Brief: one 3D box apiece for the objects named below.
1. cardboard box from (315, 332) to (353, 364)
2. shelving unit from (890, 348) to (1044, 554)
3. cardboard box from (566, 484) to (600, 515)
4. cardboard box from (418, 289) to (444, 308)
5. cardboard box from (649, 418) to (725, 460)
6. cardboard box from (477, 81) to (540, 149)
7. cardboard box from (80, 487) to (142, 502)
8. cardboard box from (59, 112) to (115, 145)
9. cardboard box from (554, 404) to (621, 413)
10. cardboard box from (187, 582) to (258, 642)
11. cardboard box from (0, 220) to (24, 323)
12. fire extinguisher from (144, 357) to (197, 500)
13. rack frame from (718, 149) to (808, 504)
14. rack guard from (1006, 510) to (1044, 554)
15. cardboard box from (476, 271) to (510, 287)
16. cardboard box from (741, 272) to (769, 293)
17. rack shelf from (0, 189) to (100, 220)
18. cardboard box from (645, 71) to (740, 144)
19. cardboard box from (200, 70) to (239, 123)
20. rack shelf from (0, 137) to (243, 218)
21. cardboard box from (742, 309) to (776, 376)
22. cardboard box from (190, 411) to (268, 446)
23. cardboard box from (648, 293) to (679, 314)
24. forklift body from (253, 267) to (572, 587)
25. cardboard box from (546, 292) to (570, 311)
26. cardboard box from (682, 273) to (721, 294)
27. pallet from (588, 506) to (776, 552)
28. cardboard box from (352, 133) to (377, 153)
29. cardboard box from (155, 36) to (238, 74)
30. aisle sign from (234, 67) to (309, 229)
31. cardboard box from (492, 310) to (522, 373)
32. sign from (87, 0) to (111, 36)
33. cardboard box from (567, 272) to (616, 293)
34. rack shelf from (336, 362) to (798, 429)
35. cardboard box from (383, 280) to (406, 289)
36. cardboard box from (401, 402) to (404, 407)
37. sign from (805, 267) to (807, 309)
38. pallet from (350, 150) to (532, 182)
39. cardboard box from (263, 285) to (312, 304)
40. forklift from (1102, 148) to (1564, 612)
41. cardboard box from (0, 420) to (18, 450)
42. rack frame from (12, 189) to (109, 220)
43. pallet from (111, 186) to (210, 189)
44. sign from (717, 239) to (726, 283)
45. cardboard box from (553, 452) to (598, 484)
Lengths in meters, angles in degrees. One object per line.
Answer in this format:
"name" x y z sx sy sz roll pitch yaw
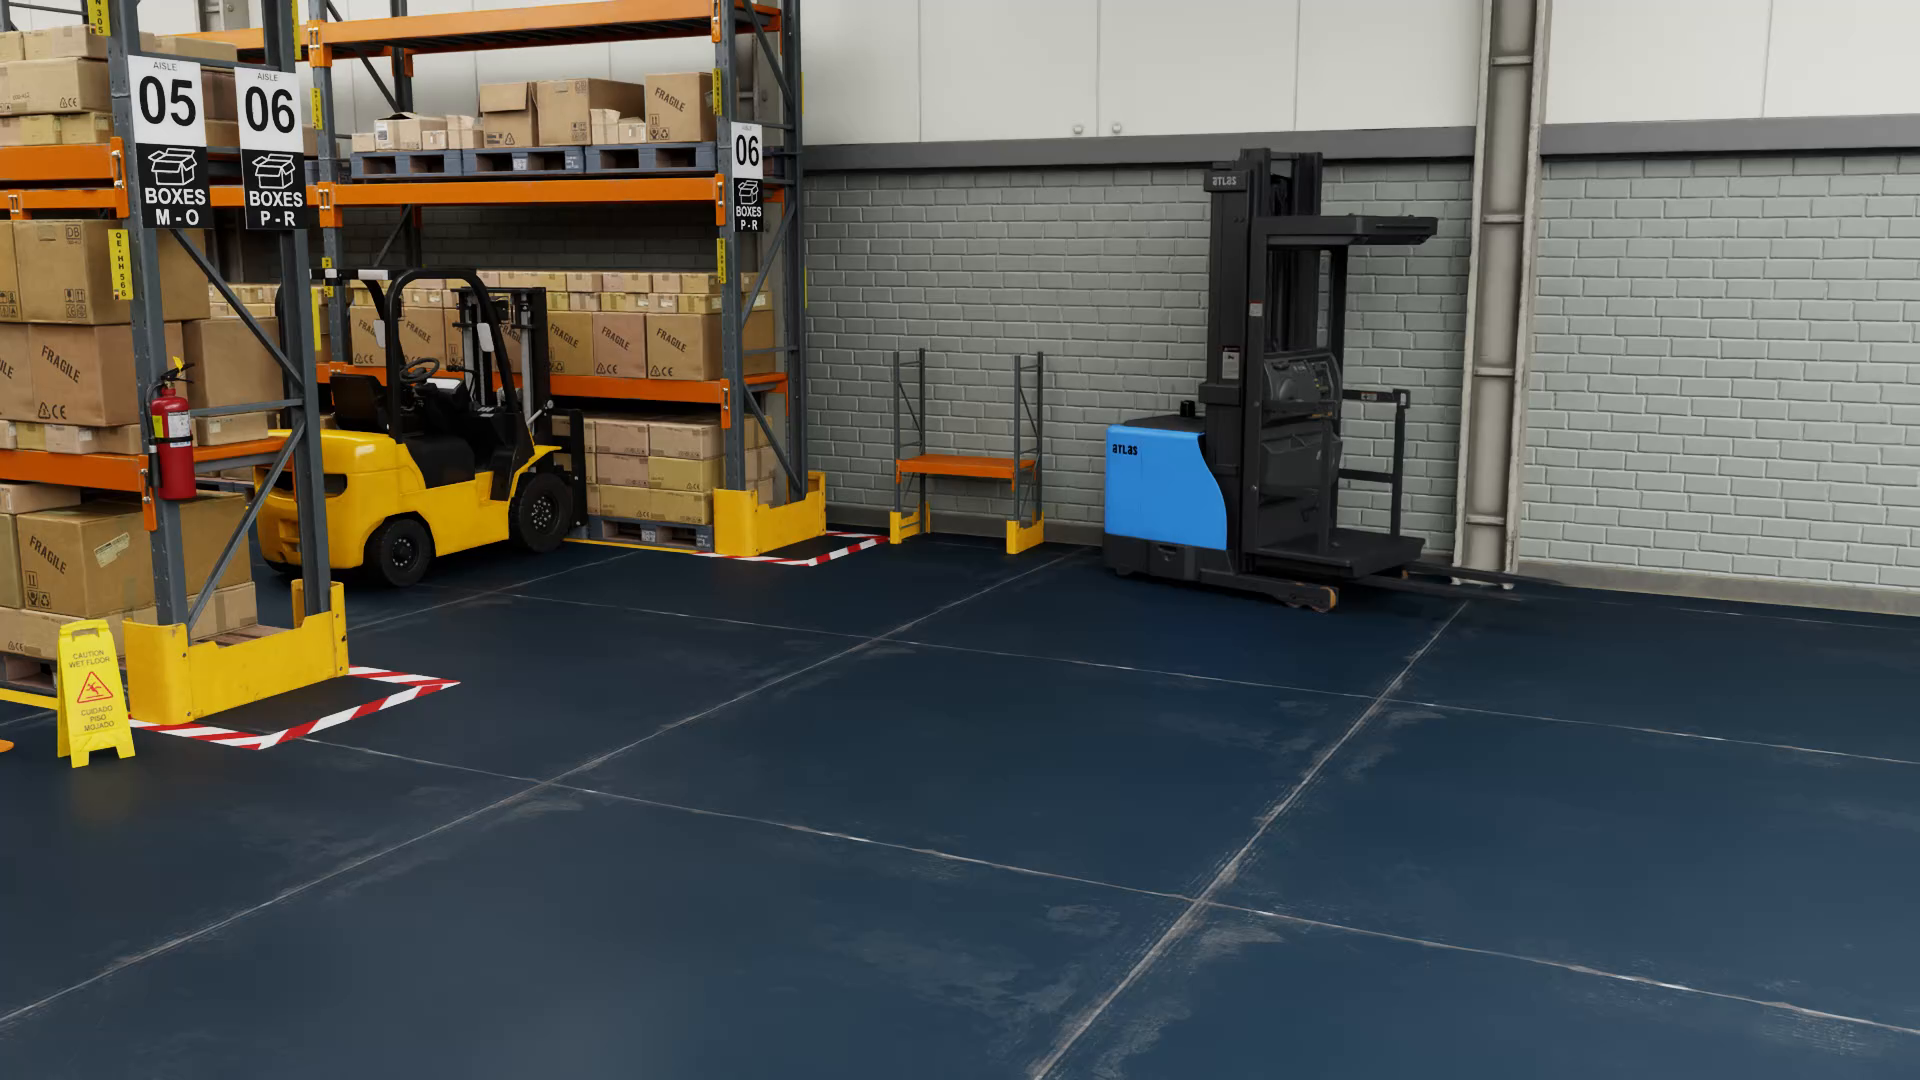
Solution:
"cardboard box" -5.655 -1.692 14.578 0.500 0.250 0.500 5 12 27
"shelving unit" 0.055 -0.719 12.991 1.083 1.500 0.587 5 11 24
"cardboard box" -2.948 -0.375 13.419 0.500 0.250 0.500 5 11 26
"cardboard box" -4.250 -2.002 13.766 0.250 0.149 0.380 5 12 27
"cardboard box" -2.051 -0.785 12.879 0.500 0.250 0.500 5 12 28
"cardboard box" -3.387 -3.380 13.313 0.637 0.503 0.797 5 12 28
"cardboard box" -4.786 -0.032 9.423 0.500 0.500 0.500 5 11 24
"cardboard box" -4.137 -1.996 8.117 0.250 0.149 0.380 5 11 26
"cardboard box" -3.197 -0.988 14.000 0.500 0.250 0.500 5 11 25
"cardboard box" -4.294 0.379 9.256 0.500 0.250 0.500 5 11 25
"cardboard box" -4.698 -1.394 8.585 0.500 0.500 0.700 5 11 26
"fire extinguisher" -3.794 -0.539 8.003 0.183 0.674 0.296 5 11 26
"rack frame" -1.500 -1.453 12.835 0.127 3.000 1.000 5 11 26
"rack guard" 0.507 -0.067 12.897 0.087 0.250 0.587 5 11 24
"cardboard box" -3.742 -2.121 13.592 0.250 0.149 0.380 5 11 26
"cardboard box" -1.707 -2.028 13.076 0.250 0.149 0.380 5 11 25
"rack shelf" -10.468 -3.363 16.986 4.000 0.370 1.077 5 11 26
"cardboard box" -2.005 -3.230 12.490 0.500 0.500 0.500 5 12 28
"cardboard box" -4.026 -2.291 8.627 0.500 0.250 0.500 5 11 25
"rack shelf" -5.487 -1.939 9.121 4.000 0.370 1.077 5 11 26
"cardboard box" -1.822 -1.585 13.287 0.500 0.500 0.500 5 12 28
"cardboard box" -3.906 -0.596 8.806 0.250 0.149 0.380 5 11 26
"cardboard box" -2.177 -1.819 12.757 0.250 0.149 0.380 5 12 27
"forklift body" -4.008 -0.893 12.126 1.214 2.155 2.313 5 11 26
"cardboard box" -3.096 -1.901 13.209 0.250 0.149 0.380 5 11 26
"cardboard box" -1.915 -1.962 12.712 0.250 0.149 0.380 5 11 26
"pallet" -2.204 -0.134 13.379 1.213 0.211 1.003 5 11 26
"cardboard box" -4.819 -3.292 13.822 0.250 0.149 0.380 5 12 27
"cardboard box" -3.922 -2.465 8.472 0.250 0.149 0.380 5 11 25
"aisle sign" -3.500 -1.984 8.468 0.004 0.787 0.394 5 11 26
"cardboard box" -3.434 -1.619 13.475 0.500 0.500 0.500 5 11 26
"sign" -3.957 -2.484 7.626 0.005 0.325 0.100 5 11 26
"cardboard box" -2.869 -2.027 13.071 0.250 0.149 0.380 5 12 27
"rack shelf" -3.294 -1.256 13.770 4.000 0.370 1.077 5 11 26
"cardboard box" -4.650 -2.207 14.064 0.250 0.149 0.380 5 11 27
"cardboard box" -4.792 -1.025 14.207 0.500 0.250 0.500 5 11 25
"sign" -1.249 -2.006 13.238 0.005 0.325 0.100 5 11 26
"pallet" -4.311 -3.137 13.969 1.213 0.211 1.003 5 11 26
"cardboard box" -5.927 -2.173 14.712 0.250 0.149 0.380 5 11 26
"forklift" 2.449 -1.083 10.985 3.031 2.935 1.130 9 14 41
"cardboard box" -4.864 -0.573 8.678 0.250 0.149 0.380 5 12 27
"rack frame" -8.674 -2.083 16.318 0.127 3.000 1.000 5 11 26
"pallet" -7.022 -3.339 15.367 1.213 0.211 1.003 6 12 28
"sign" -1.753 -2.054 12.238 0.005 0.325 0.100 5 11 26
"cardboard box" -2.992 -0.619 13.368 0.500 0.250 0.500 5 11 25
